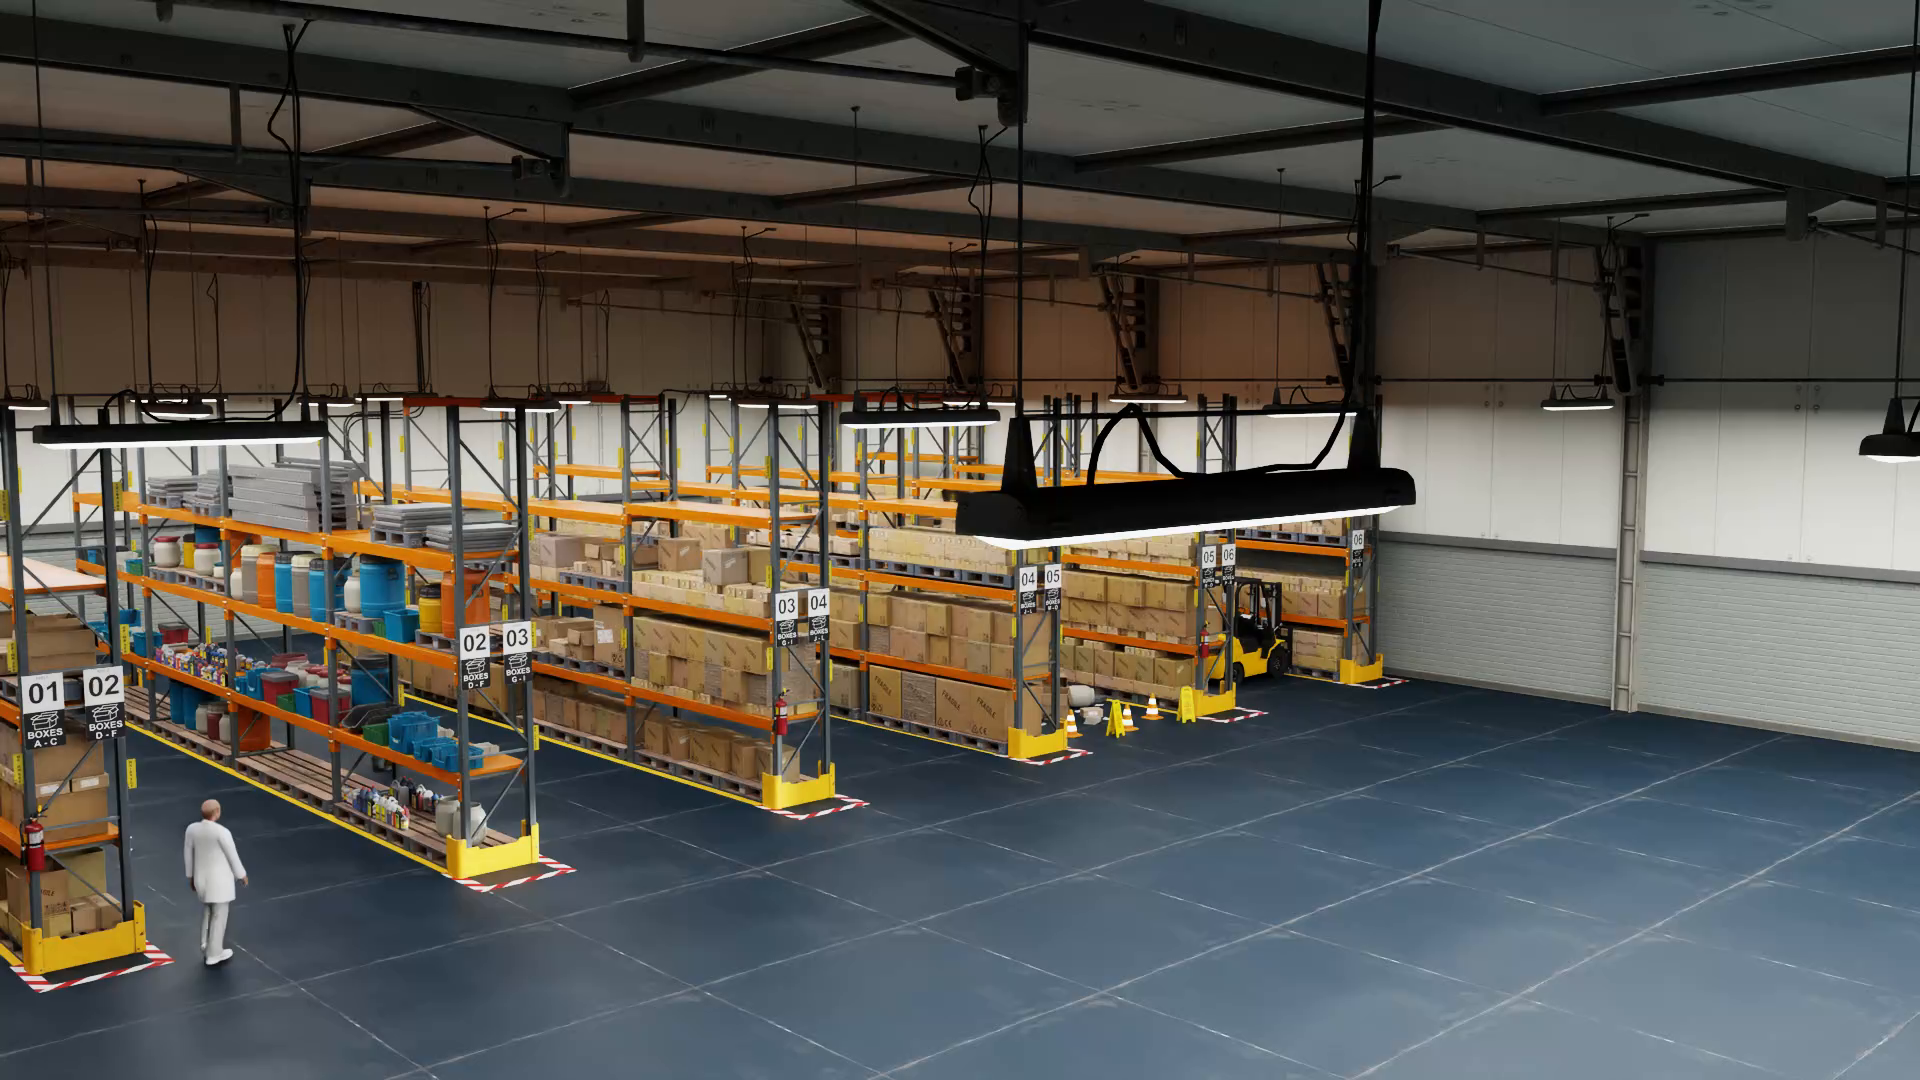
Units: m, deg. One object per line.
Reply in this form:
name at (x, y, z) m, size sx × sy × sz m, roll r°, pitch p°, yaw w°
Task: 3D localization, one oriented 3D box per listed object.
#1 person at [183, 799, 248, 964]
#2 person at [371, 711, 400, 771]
person at (-8.103, 3.708, 18.062) m, size 0.635 × 1.826 × 0.500 m, roll 1°, pitch 6°, yaw 7°
person at (-9.305, 2.845, 26.785) m, size 0.537 × 1.770 × 0.664 m, roll 0°, pitch 6°, yaw -3°
